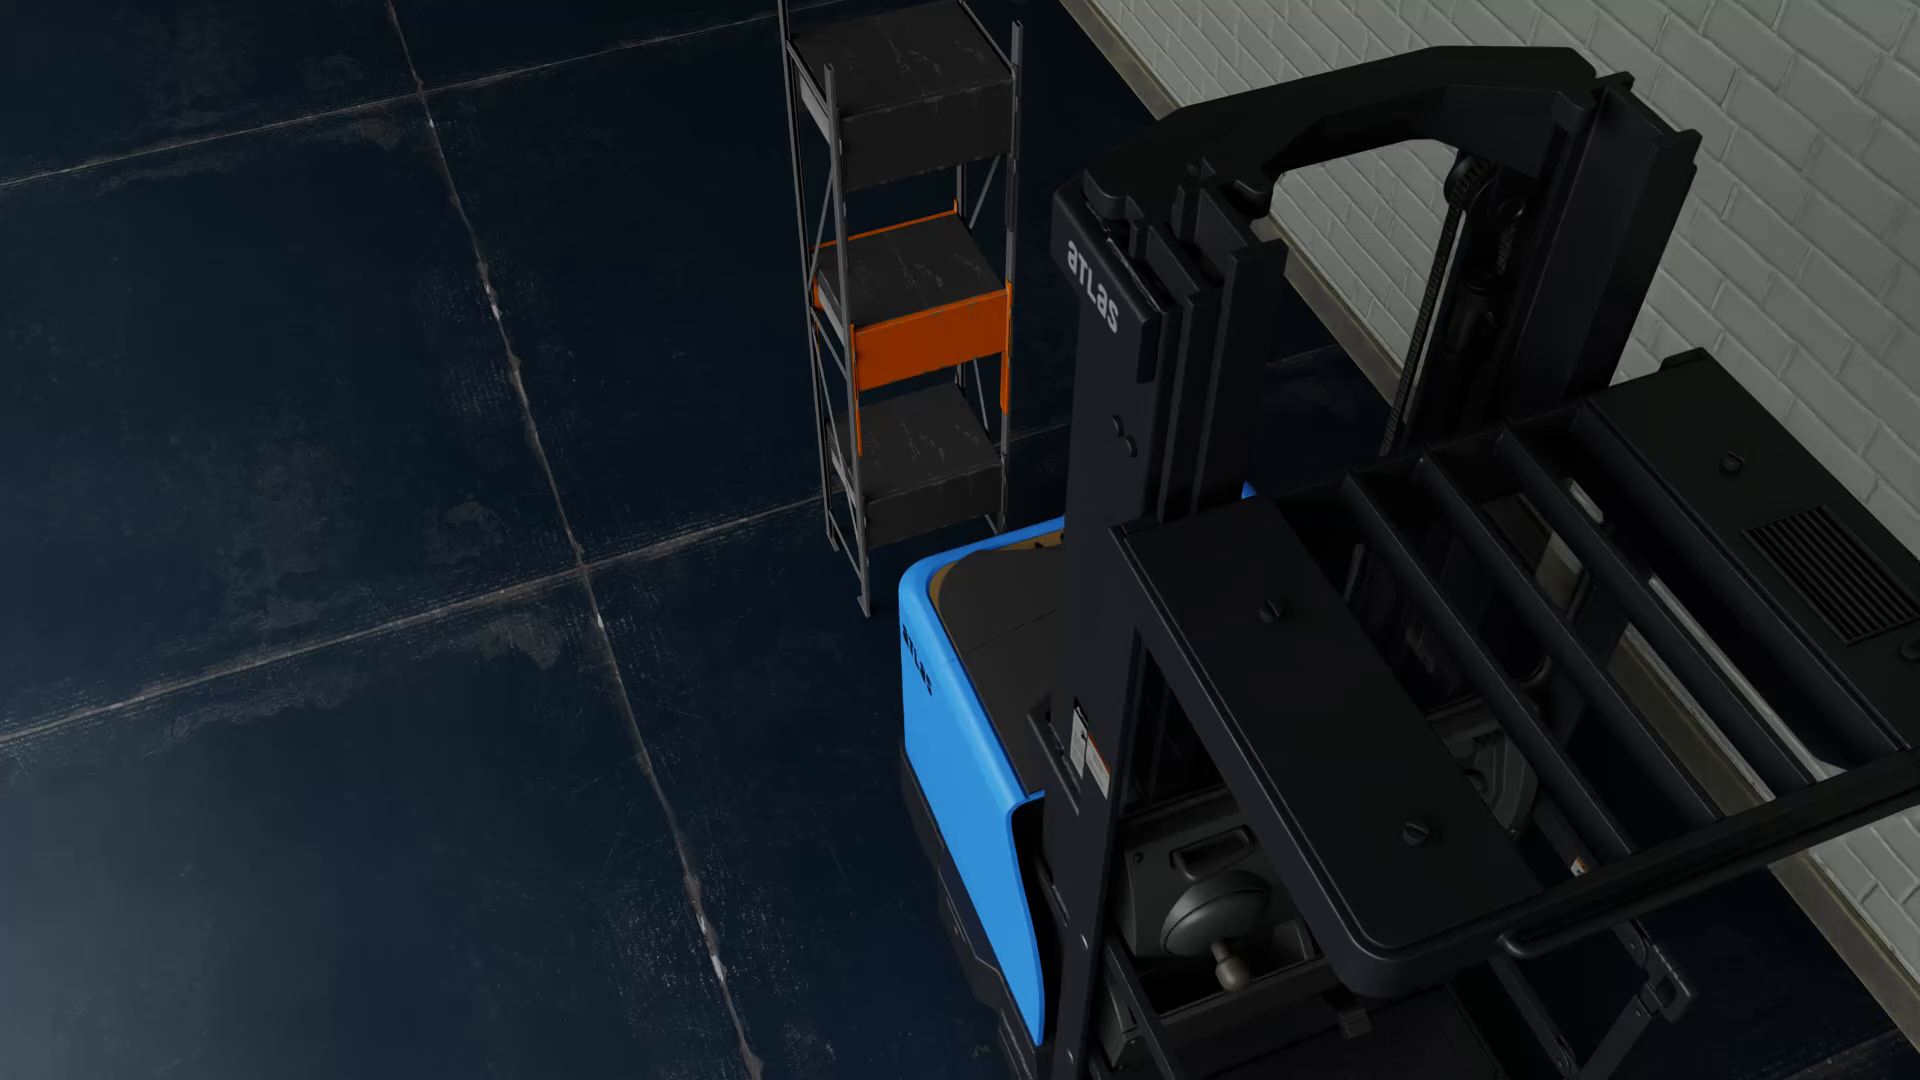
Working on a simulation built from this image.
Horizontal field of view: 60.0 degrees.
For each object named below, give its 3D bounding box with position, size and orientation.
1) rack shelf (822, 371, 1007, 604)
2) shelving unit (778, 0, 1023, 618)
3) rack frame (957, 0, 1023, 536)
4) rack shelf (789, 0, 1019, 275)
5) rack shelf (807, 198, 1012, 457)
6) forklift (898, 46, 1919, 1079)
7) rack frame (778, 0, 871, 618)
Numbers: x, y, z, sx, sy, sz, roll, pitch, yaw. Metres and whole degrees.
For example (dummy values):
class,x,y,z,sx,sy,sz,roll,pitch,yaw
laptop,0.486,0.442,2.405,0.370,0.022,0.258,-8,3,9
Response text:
class,x,y,z,sx,sy,sz,roll,pitch,yaw
rack shelf,-0.153,-0.172,5.454,0.480,0.518,0.431,-17,52,-14
shelving unit,-0.153,-0.637,4.913,0.503,2.100,0.431,-17,52,-14
rack frame,0.073,-0.707,4.973,0.015,2.100,0.400,-17,52,-14
rack shelf,-0.153,-1.084,4.392,0.480,0.518,0.431,-17,52,-14
rack shelf,-0.153,-0.628,4.923,0.480,0.518,0.431,-17,52,-14
forklift,0.837,0.716,3.203,1.130,2.935,3.031,-17,51,-14
rack frame,-0.379,-0.567,4.853,0.015,2.100,0.400,-17,52,-14
